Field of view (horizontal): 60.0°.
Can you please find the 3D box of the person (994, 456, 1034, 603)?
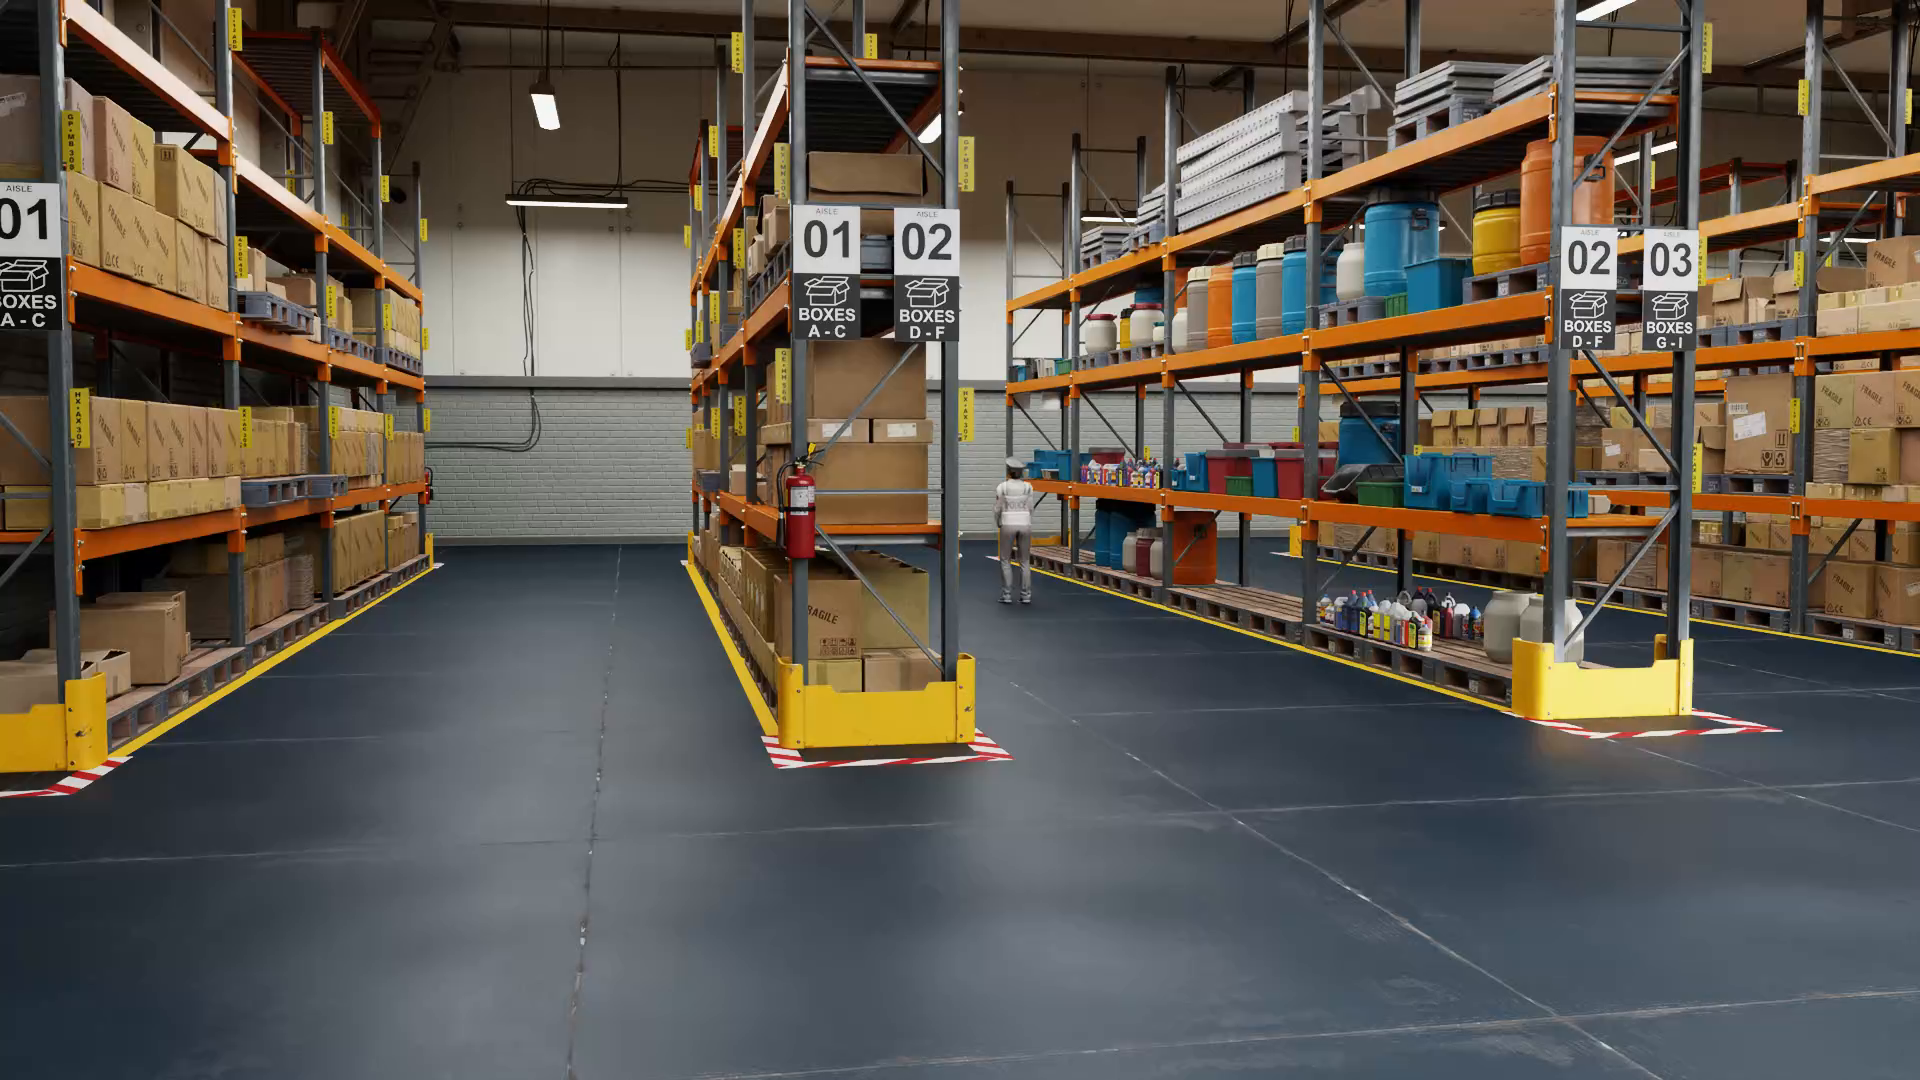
[{"bbox_3d":[0.614,-0.120,19.093,0.460,1.687,0.556,-1,3,-11],"label":"person"}]
